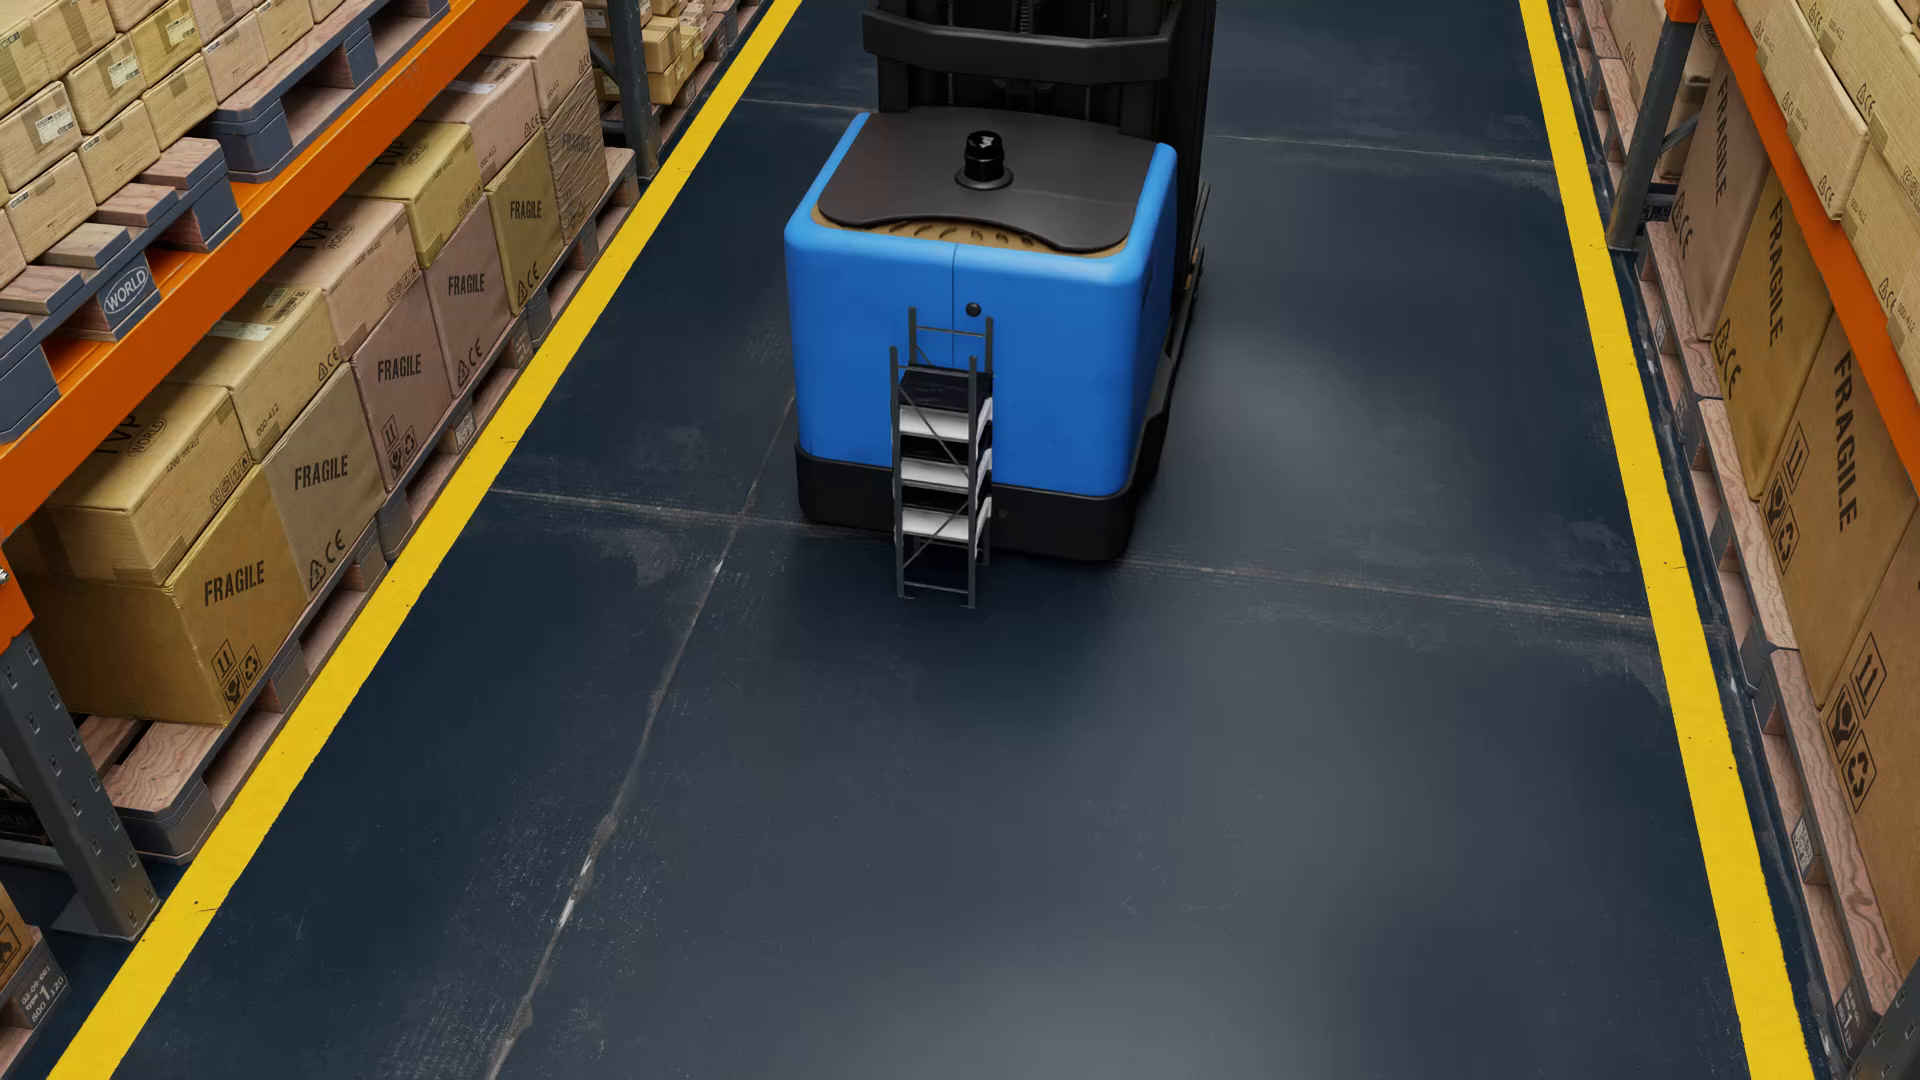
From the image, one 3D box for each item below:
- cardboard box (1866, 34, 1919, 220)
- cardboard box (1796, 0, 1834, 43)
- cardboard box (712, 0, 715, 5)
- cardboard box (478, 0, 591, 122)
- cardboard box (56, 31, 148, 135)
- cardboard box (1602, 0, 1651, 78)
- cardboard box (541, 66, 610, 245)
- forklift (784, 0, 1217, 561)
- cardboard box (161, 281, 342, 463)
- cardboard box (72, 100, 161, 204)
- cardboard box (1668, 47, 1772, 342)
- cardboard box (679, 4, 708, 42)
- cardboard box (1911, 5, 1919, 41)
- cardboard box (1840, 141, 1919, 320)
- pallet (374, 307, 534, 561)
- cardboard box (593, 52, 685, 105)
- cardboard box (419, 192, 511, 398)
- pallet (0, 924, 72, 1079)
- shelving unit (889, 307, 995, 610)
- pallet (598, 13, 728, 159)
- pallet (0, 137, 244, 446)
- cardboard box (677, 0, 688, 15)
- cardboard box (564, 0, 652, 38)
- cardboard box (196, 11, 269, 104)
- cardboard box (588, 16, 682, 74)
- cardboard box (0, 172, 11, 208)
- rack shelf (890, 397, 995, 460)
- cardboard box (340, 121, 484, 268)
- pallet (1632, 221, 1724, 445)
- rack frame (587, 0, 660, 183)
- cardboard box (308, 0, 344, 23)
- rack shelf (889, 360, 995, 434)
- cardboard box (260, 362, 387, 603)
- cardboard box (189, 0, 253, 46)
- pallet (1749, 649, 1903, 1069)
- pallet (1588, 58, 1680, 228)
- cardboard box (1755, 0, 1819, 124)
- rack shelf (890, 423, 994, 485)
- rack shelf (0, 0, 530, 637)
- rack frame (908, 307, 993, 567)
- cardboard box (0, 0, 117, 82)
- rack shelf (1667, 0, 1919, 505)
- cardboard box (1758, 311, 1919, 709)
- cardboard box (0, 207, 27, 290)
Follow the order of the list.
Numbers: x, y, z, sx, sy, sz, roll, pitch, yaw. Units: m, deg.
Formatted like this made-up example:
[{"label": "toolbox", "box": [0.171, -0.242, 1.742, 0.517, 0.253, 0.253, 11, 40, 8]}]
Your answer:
[{"label": "cardboard box", "box": [2.387, -0.894, 3.703, 0.500, 0.250, 0.500, 5, 40, 7]}, {"label": "cardboard box", "box": [2.562, -1.538, 4.481, 0.500, 0.250, 0.500, 7, 40, 8]}, {"label": "cardboard box", "box": [-1.377, -2.697, 8.065, 0.380, 0.149, 0.250, 5, 40, 6]}, {"label": "cardboard box", "box": [-1.681, -1.766, 6.076, 0.500, 0.250, 0.500, 5, 40, 6]}, {"label": "cardboard box", "box": [-2.124, -1.063, 3.816, 0.380, 0.149, 0.250, 5, 40, 6]}, {"label": "cardboard box", "box": [3.461, -2.410, 7.493, 0.875, 0.438, 0.875, 5, 40, 6]}, {"label": "cardboard box", "box": [-1.681, -1.480, 6.319, 0.500, 0.500, 0.500, 6, 40, 7]}, {"label": "forklift", "box": [0.322, -2.011, 5.383, 1.130, 2.935, 3.031, 8, 40, 10]}, {"label": "cardboard box", "box": [-2.048, -0.476, 4.515, 0.500, 0.250, 0.500, 6, 40, 7]}, {"label": "cardboard box", "box": [-2.124, -0.925, 3.883, 0.380, 0.149, 0.250, 8, 40, 10]}, {"label": "cardboard box", "box": [3.063, -1.237, 5.730, 0.875, 0.875, 0.875, 8, 40, 9]}, {"label": "cardboard box", "box": [-1.384, -2.359, 7.657, 0.380, 0.149, 0.250, 6, 40, 7]}, {"label": "cardboard box", "box": [2.405, -1.193, 3.475, 0.500, 0.500, 0.500, 6, 40, 8]}, {"label": "cardboard box", "box": [2.407, -0.706, 3.868, 0.500, 0.250, 0.500, 6, 40, 7]}, {"label": "pallet", "box": [-2.143, -0.443, 5.620, 1.003, 0.211, 1.213, 6, 40, 8]}, {"label": "cardboard box", "box": [-1.422, -2.030, 7.260, 0.380, 0.149, 0.250, 5, 40, 6]}, {"label": "cardboard box", "box": [-1.863, -0.837, 5.541, 0.500, 0.500, 0.500, 6, 40, 7]}, {"label": "pallet", "box": [-2.704, 1.297, 3.515, 1.003, 0.211, 1.213, 6, 40, 8]}, {"label": "shelving unit", "box": [-0.049, -0.220, 4.810, 0.258, 0.900, 0.210, 8, 40, 10]}, {"label": "pallet", "box": [-1.720, -2.125, 7.655, 1.003, 0.211, 1.213, 6, 40, 8]}, {"label": "pallet", "box": [-2.475, -0.649, 3.831, 1.213, 0.211, 1.003, 6, 40, 8]}, {"label": "cardboard box", "box": [-1.461, -2.470, 7.558, 0.380, 0.149, 0.250, 6, 40, 7]}, {"label": "cardboard box", "box": [-1.537, -2.260, 7.070, 0.380, 0.149, 0.250, 8, 40, 9]}, {"label": "cardboard box", "box": [-2.035, -1.262, 4.290, 0.380, 0.149, 0.250, 8, 40, 9]}, {"label": "cardboard box", "box": [-1.423, -2.144, 7.164, 0.380, 0.149, 0.250, 8, 40, 10]}, {"label": "cardboard box", "box": [-2.212, -0.725, 3.407, 0.380, 0.149, 0.250, 8, 40, 10]}, {"label": "rack shelf", "box": [-0.049, -0.333, 4.716, 0.258, 0.077, 0.200, 8, 40, 10]}, {"label": "cardboard box", "box": [-1.860, -1.112, 5.285, 0.500, 0.250, 0.500, 5, 40, 6]}, {"label": "pallet", "box": [3.033, -0.725, 5.961, 1.003, 0.211, 1.213, 6, 40, 8]}, {"label": "rack frame", "box": [-1.801, -2.774, 6.251, 1.000, 3.000, 0.127, 6, 40, 8]}, {"label": "cardboard box", "box": [-1.943, -1.583, 4.678, 0.380, 0.149, 0.250, 5, 40, 6]}, {"label": "rack shelf", "box": [-0.049, -0.402, 4.659, 0.258, 0.077, 0.200, 8, 40, 10]}, {"label": "cardboard box", "box": [-2.036, -0.194, 4.763, 0.500, 0.500, 0.500, 7, 40, 8]}, {"label": "cardboard box", "box": [-2.037, -1.378, 4.196, 0.380, 0.149, 0.250, 6, 40, 8]}, {"label": "pallet", "box": [2.610, 0.807, 4.109, 1.003, 0.211, 1.213, 6, 40, 8]}, {"label": "pallet", "box": [3.300, -1.686, 7.123, 1.003, 0.211, 1.213, 6, 40, 8]}, {"label": "cardboard box", "box": [2.563, -1.342, 4.637, 0.500, 0.250, 0.500, 6, 40, 7]}, {"label": "rack shelf", "box": [-0.049, -0.264, 4.774, 0.258, 0.077, 0.200, 8, 40, 10]}, {"label": "rack shelf", "box": [-2.147, -1.242, 4.963, 1.077, 0.370, 4.000, 6, 40, 8]}, {"label": "rack frame", "box": [-0.026, -0.283, 4.886, 0.240, 0.900, 0.006, 8, 40, 10]}, {"label": "cardboard box", "box": [-2.132, -1.149, 3.687, 0.380, 0.149, 0.250, 6, 40, 7]}, {"label": "rack shelf", "box": [2.746, -0.759, 4.379, 1.077, 0.370, 4.000, 6, 40, 8]}, {"label": "cardboard box", "box": [2.759, -0.108, 4.365, 0.875, 0.875, 0.875, 7, 40, 8]}, {"label": "cardboard box", "box": [-2.217, -0.588, 3.474, 0.380, 0.149, 0.250, 6, 40, 7]}]
